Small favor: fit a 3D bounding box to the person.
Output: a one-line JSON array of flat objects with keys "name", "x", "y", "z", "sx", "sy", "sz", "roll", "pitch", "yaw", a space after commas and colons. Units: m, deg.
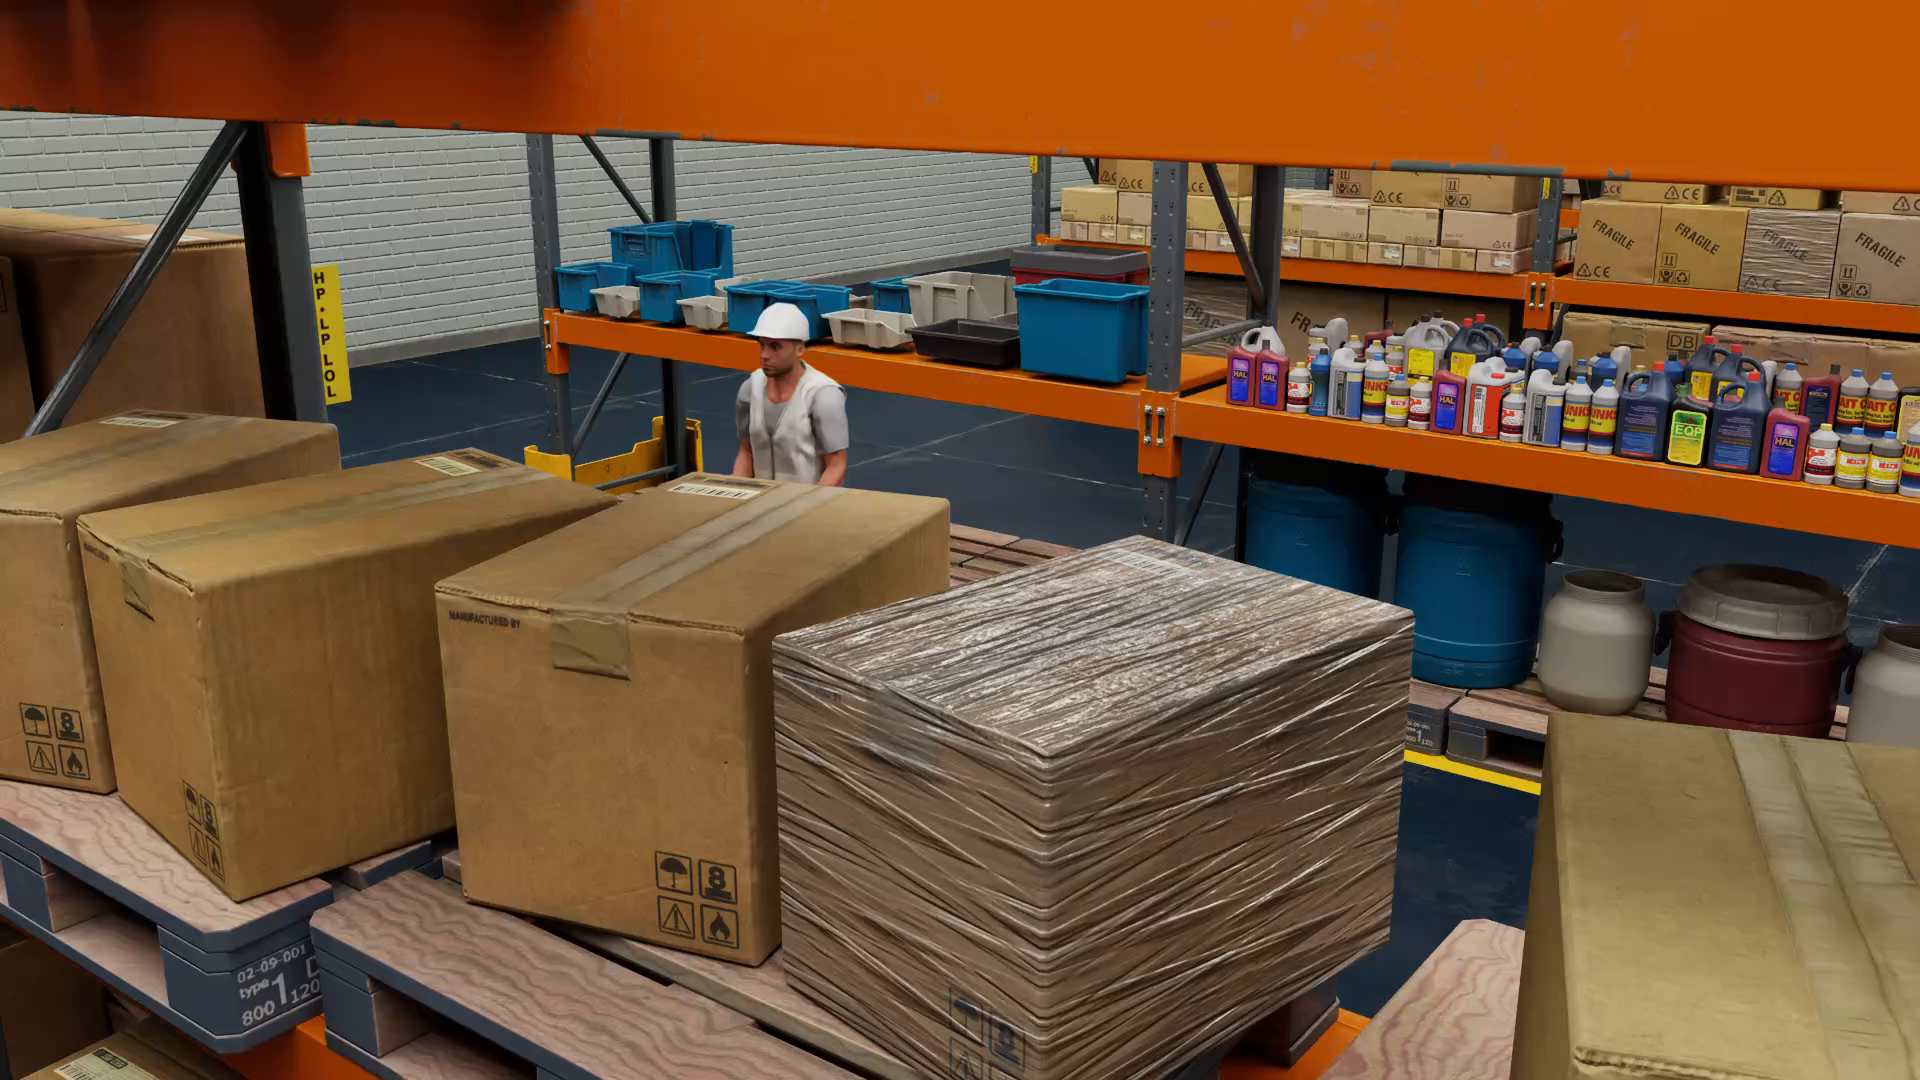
[{"name": "person", "x": -0.695, "y": -0.069, "z": 6.728, "sx": 0.541, "sy": 1.789, "sz": 0.425, "roll": 11, "pitch": 20, "yaw": 34}]
